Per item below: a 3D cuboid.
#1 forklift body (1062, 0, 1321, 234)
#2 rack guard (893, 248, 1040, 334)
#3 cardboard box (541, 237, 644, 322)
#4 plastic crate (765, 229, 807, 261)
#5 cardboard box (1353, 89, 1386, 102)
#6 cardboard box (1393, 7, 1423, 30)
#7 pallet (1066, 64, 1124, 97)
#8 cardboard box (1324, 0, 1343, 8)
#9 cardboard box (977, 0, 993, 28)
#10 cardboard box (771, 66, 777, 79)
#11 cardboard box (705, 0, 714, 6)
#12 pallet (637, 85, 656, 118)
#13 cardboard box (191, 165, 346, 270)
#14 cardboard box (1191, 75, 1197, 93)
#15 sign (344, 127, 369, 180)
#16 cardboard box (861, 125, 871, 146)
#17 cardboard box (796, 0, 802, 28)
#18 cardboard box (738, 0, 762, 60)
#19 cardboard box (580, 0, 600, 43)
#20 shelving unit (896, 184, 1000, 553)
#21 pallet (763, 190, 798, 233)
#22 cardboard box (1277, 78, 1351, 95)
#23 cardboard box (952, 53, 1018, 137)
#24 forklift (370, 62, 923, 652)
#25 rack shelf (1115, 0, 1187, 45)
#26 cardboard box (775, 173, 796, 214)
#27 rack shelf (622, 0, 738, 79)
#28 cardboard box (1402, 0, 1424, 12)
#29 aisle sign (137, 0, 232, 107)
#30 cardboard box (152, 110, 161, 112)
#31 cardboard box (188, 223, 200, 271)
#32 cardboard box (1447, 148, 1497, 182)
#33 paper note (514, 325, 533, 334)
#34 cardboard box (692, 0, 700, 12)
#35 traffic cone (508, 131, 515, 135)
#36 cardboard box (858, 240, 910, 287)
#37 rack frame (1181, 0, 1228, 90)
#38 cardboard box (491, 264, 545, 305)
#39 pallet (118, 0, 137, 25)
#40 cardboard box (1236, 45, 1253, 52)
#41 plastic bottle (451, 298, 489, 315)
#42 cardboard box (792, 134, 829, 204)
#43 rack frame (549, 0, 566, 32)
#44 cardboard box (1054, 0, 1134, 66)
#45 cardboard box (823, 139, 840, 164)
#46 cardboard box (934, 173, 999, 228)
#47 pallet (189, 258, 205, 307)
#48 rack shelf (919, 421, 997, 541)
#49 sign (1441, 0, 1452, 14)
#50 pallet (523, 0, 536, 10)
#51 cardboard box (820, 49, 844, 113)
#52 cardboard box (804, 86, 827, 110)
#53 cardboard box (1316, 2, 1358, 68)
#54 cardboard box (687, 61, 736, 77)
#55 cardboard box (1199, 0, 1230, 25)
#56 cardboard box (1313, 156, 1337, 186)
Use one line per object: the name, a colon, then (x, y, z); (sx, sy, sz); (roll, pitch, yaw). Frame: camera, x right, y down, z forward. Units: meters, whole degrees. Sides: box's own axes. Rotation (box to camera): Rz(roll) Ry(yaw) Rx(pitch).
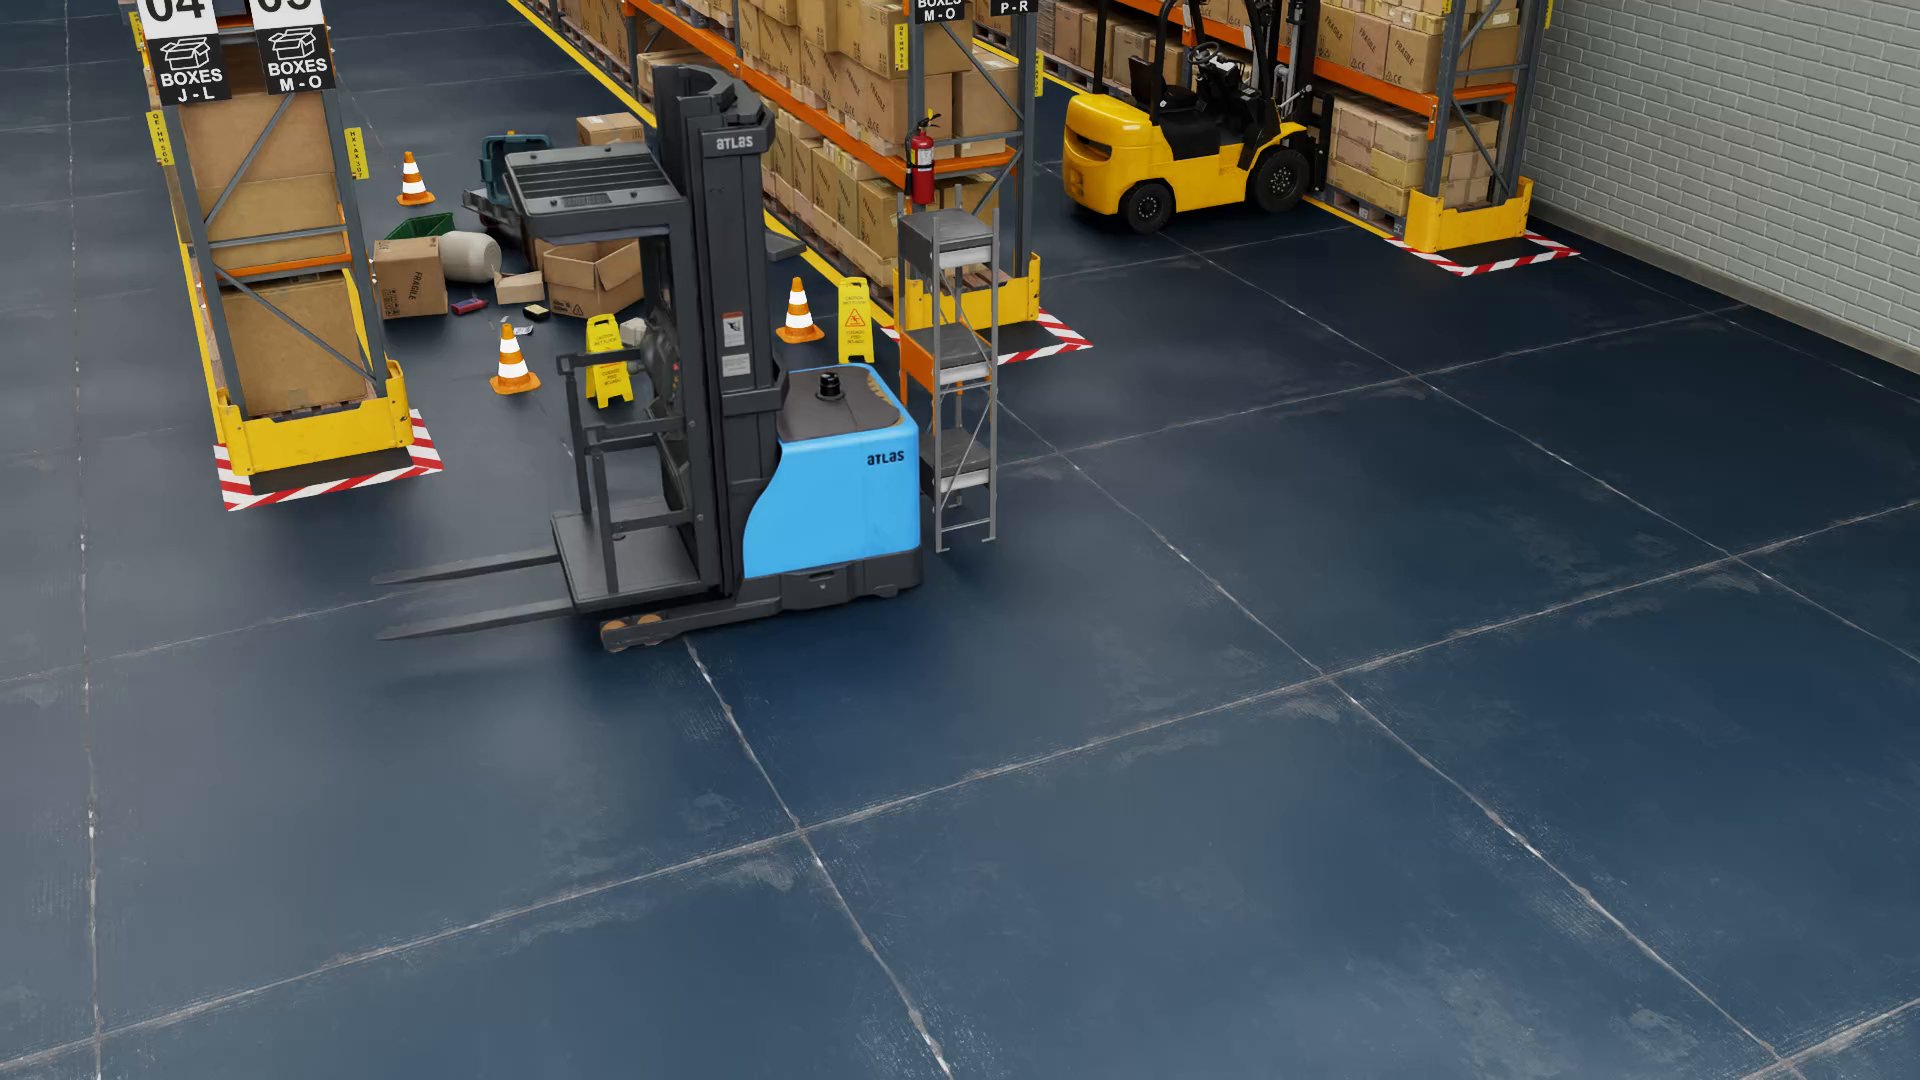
forklift body: (2.109, -4.141, 15.408); (2.313, 2.155, 1.214); (-13, 32, -22)
rack guard: (0.056, -1.956, 13.200); (1.175, 0.500, 0.348); (-13, 32, -22)
cardboard box: (-2.952, -2.168, 13.575); (0.637, 0.503, 0.797); (13, 32, 21)
plastic crate: (-1.695, -2.640, 14.850); (0.583, 0.080, 0.402); (26, 38, 38)
cardboard box: (4.112, -4.172, 15.955); (0.500, 0.250, 0.500); (-13, 32, -22)
cardboard box: (4.032, -4.584, 14.565); (0.380, 0.149, 0.250); (-13, 32, -21)
pallet: (1.974, -5.464, 19.751); (1.003, 0.211, 1.213); (-13, 32, -22)
cardboard box: (3.596, -5.039, 15.376); (0.380, 0.149, 0.250); (-13, 32, -22)
cardboard box: (0.555, -7.048, 21.851); (0.500, 0.500, 0.500); (-14, 32, -23)
cardboard box: (-1.486, -4.252, 14.995); (0.380, 0.149, 0.250); (-13, 32, -22)
cardboard box: (-2.248, -5.511, 16.148); (0.500, 0.500, 0.500); (-13, 32, -22)
pallet: (-3.011, -4.985, 18.896); (1.003, 0.211, 1.213); (-13, 32, -22)
cardboard box: (-4.538, -2.148, 10.834); (0.875, 0.550, 0.550); (-13, 32, -22)
cardboard box: (2.782, -4.747, 17.492); (0.500, 0.250, 0.500); (-13, 32, -22)
sign: (-3.834, -2.455, 10.567); (0.100, 0.325, 0.005); (-13, 32, -22)
cardboard box: (-0.564, -3.230, 13.172); (0.380, 0.149, 0.250); (-14, 32, -23)
cardboard box: (-0.939, -4.480, 13.717); (0.700, 0.500, 0.500); (-13, 32, -22)
cardboard box: (-1.691, -4.700, 15.131); (0.500, 0.500, 0.500); (-13, 32, -22)
cardboard box: (-4.329, -6.915, 21.231); (0.875, 0.875, 0.875); (-12, 31, -21)
shelving unit: (-0.071, -0.989, 9.840); (0.431, 2.100, 0.503); (-13, 32, -22)
pallet: (-1.308, -3.274, 15.846); (1.003, 0.211, 1.213); (-13, 32, -22)
cardboard box: (3.430, -4.285, 16.157); (0.500, 0.250, 0.500); (-14, 32, -23)
cardboard box: (0.136, -3.453, 12.908); (0.500, 0.500, 0.500); (-14, 32, -23)
forklift: (-1.788, -0.956, 8.931); (3.031, 2.935, 1.130); (-10, 31, -17)
rack shelf: (1.995, -6.393, 19.292); (1.077, 0.370, 4.000); (-13, 32, -22)
cardboard box: (-1.379, -3.213, 15.267); (0.500, 0.250, 0.500); (-11, 31, -19)
rack shelf: (-2.487, -5.349, 17.431); (1.077, 0.370, 4.000); (-13, 32, -22)
cardboard box: (4.092, -4.729, 14.520); (0.380, 0.149, 0.250); (-13, 32, -22)
aisle sign: (-4.579, -2.968, 9.791); (0.394, 0.787, 0.004); (-13, 32, -22)
cardboard box: (-6.814, -3.580, 15.410); (1.050, 0.750, 0.750); (-13, 32, -22)
cardboard box: (-5.069, -1.859, 12.214); (0.875, 0.875, 0.875); (-14, 32, -23)
cardboard box: (4.556, -3.510, 15.286); (0.500, 0.250, 0.500); (-12, 32, -21)
paper note: (-3.460, -1.664, 13.160); (0.144, 0.017, 0.142); (-3, 29, -5)
cardboard box: (-2.451, -5.361, 16.543); (0.380, 0.149, 0.250); (-13, 32, -22)
traffic cone: (-4.453, -3.845, 16.606); (0.336, 0.463, 0.334); (-13, 32, -22)
cardboard box: (-0.511, -2.308, 13.653); (0.500, 0.250, 0.500); (-13, 32, -22)
rack frame: (2.853, -5.823, 17.541); (1.000, 3.000, 0.127); (-13, 32, -22)
cardboard box: (-3.654, -2.130, 13.751); (0.396, 0.266, 0.258); (-8, 30, -13)
pallet: (-8.175, -5.671, 17.466); (1.213, 0.211, 1.003); (-13, 32, -22)
cardboard box: (3.239, -5.067, 17.551); (0.500, 0.250, 0.500); (-12, 32, -21)
plastic bottle: (-3.997, -1.917, 13.579); (0.133, 0.061, 0.283); (26, 38, 38)
cardboard box: (-1.157, -3.310, 14.674); (0.500, 0.500, 0.500); (-11, 31, -19)
rack frame: (-5.063, -8.313, 21.982); (1.000, 3.000, 0.127); (-13, 32, -22)
cardboard box: (1.679, -6.172, 20.162); (0.875, 0.625, 0.625); (-12, 31, -20)
cardboard box: (-0.925, -3.282, 13.961); (0.380, 0.149, 0.250); (-12, 31, -20)
cardboard box: (-0.018, -2.748, 13.672); (0.500, 0.500, 0.500); (-14, 32, -24)
pallet: (-5.800, -2.127, 13.800); (1.003, 0.211, 1.213); (-13, 32, -22)
rack shelf: (-0.071, -0.367, 10.189); (0.431, 0.518, 0.480); (-13, 32, -22)
sign: (4.074, -4.557, 13.857); (0.100, 0.325, 0.005); (-13, 32, -22)
pallet: (-5.846, -7.989, 24.254); (1.003, 0.211, 1.213); (-13, 32, -22)
cardboard box: (-0.815, -3.812, 13.547); (0.500, 0.500, 0.500); (-13, 32, -22)
cardboard box: (-1.108, -3.791, 14.173); (0.380, 0.149, 0.250); (-13, 32, -22)
cardboard box: (3.687, -4.720, 15.471); (0.500, 0.500, 0.500); (-14, 32, -23)
cardboard box: (-2.788, -5.007, 18.343); (0.950, 0.372, 0.625); (-14, 32, -23)
cardboard box: (2.808, -5.616, 17.069); (0.500, 0.500, 0.500); (-14, 32, -23)
cardboard box: (3.672, -3.626, 16.004); (0.500, 0.250, 0.500); (-13, 32, -21)
